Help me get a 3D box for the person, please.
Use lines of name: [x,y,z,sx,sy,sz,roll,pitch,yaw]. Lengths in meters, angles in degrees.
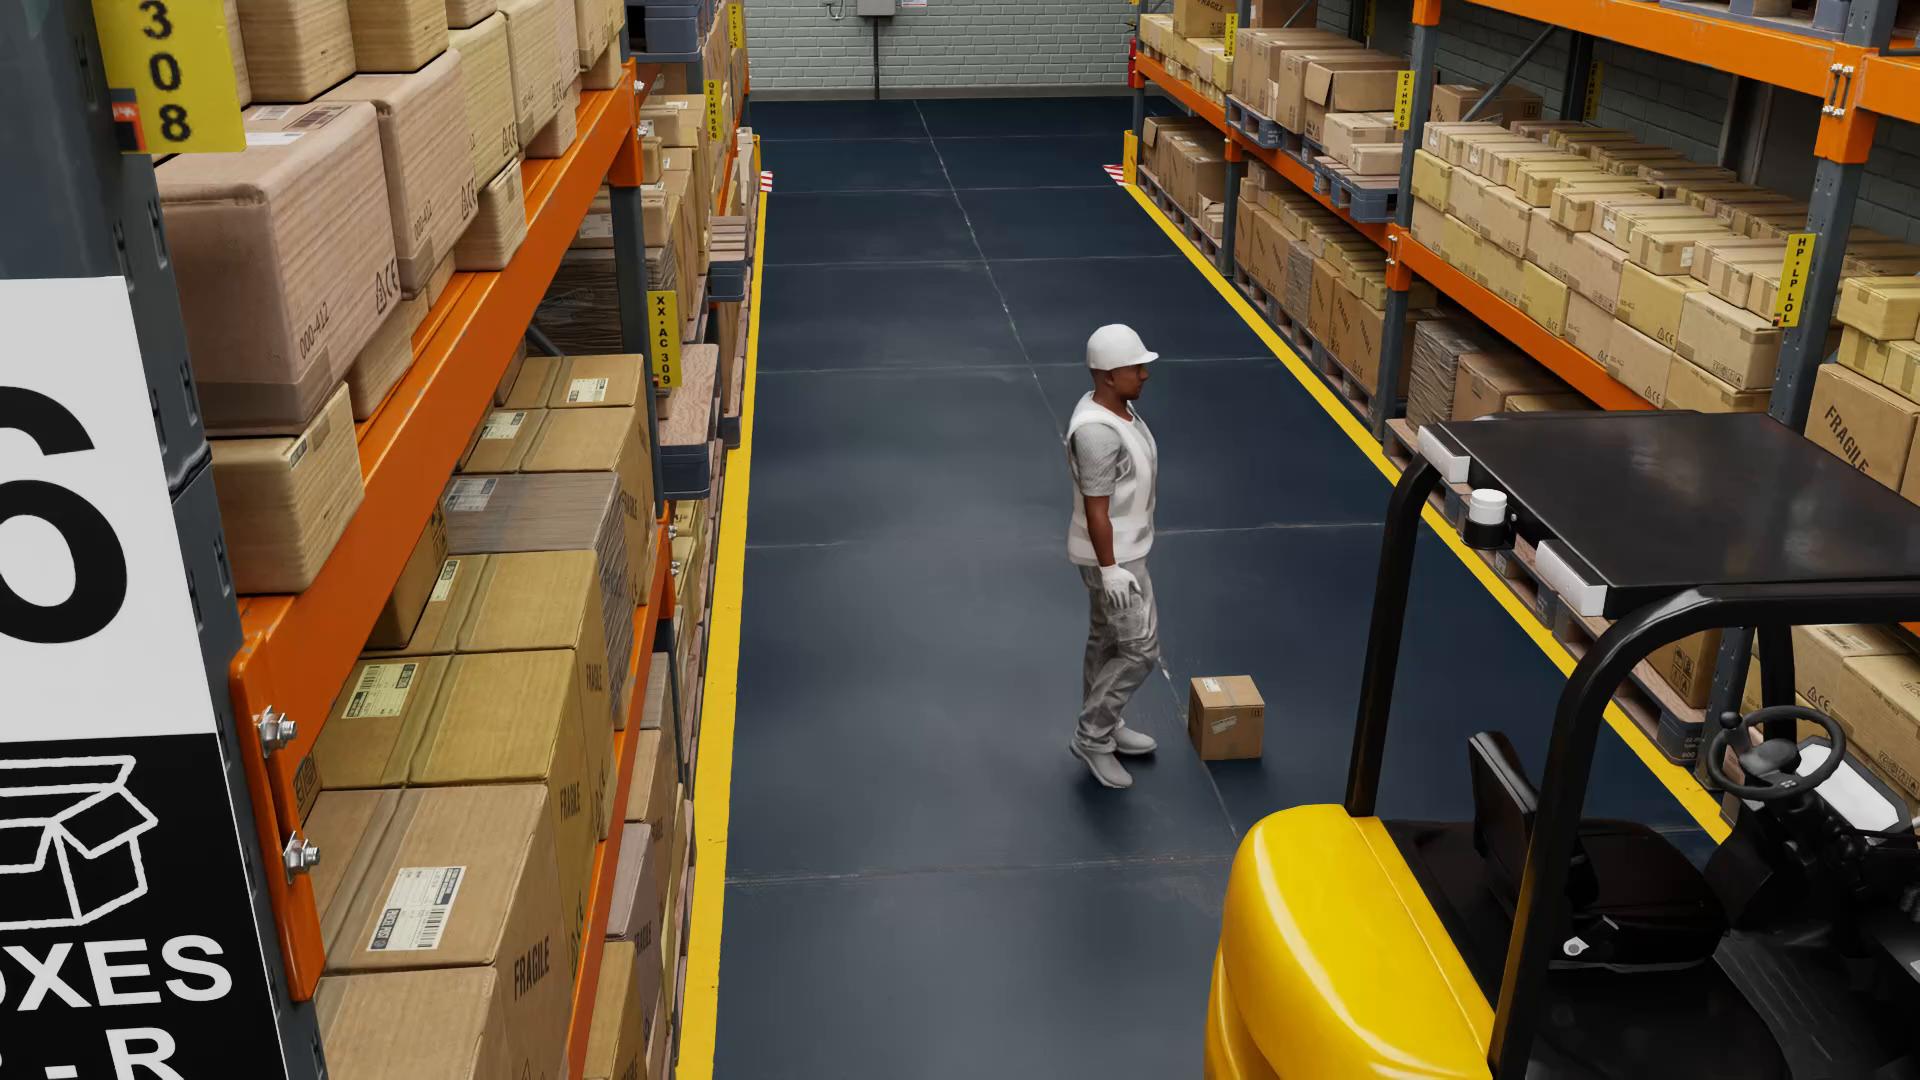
person: [0.606,0.050,6.465,0.396,1.814,0.565,4,24,9]
